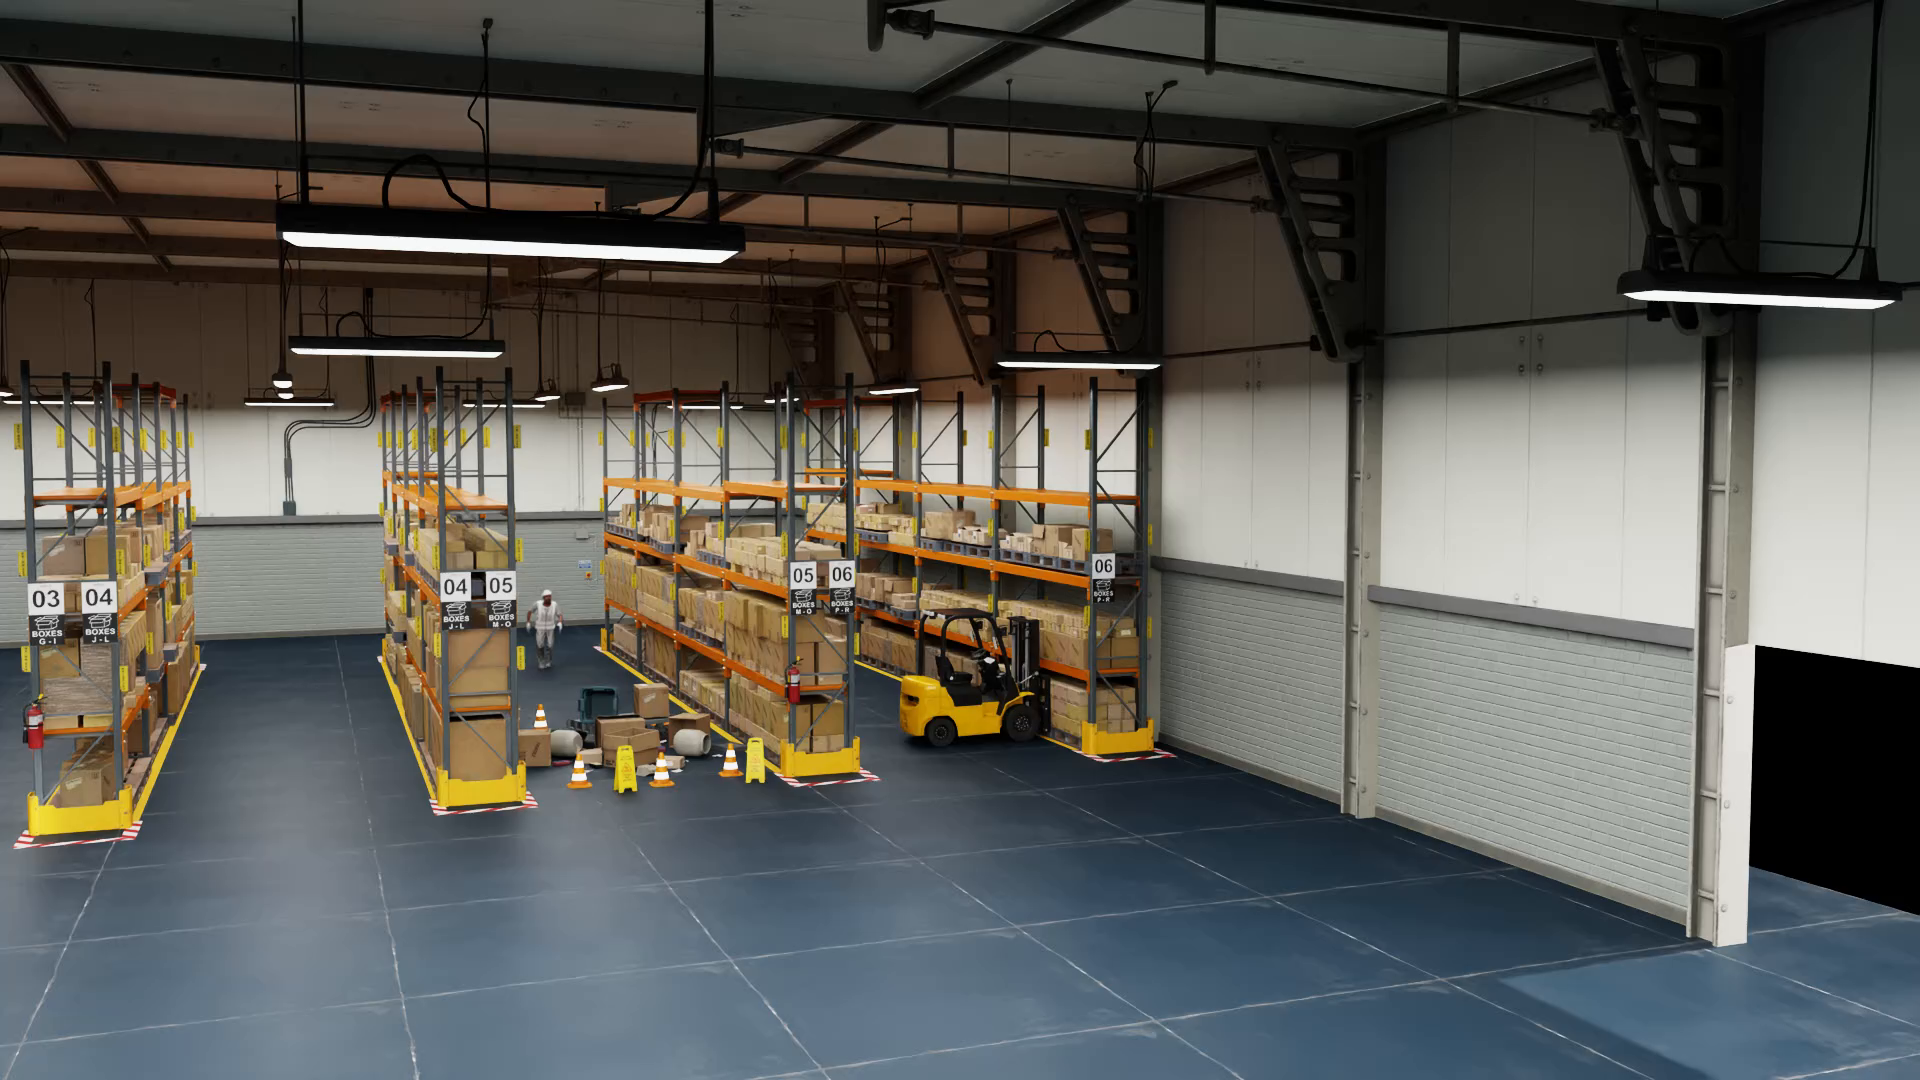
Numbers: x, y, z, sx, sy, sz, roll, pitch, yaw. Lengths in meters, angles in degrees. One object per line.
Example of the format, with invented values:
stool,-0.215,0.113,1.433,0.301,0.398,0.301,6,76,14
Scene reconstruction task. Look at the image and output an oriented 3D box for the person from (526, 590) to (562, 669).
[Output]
person,-9.102,1.963,36.441,0.767,1.765,0.712,-1,4,-17
